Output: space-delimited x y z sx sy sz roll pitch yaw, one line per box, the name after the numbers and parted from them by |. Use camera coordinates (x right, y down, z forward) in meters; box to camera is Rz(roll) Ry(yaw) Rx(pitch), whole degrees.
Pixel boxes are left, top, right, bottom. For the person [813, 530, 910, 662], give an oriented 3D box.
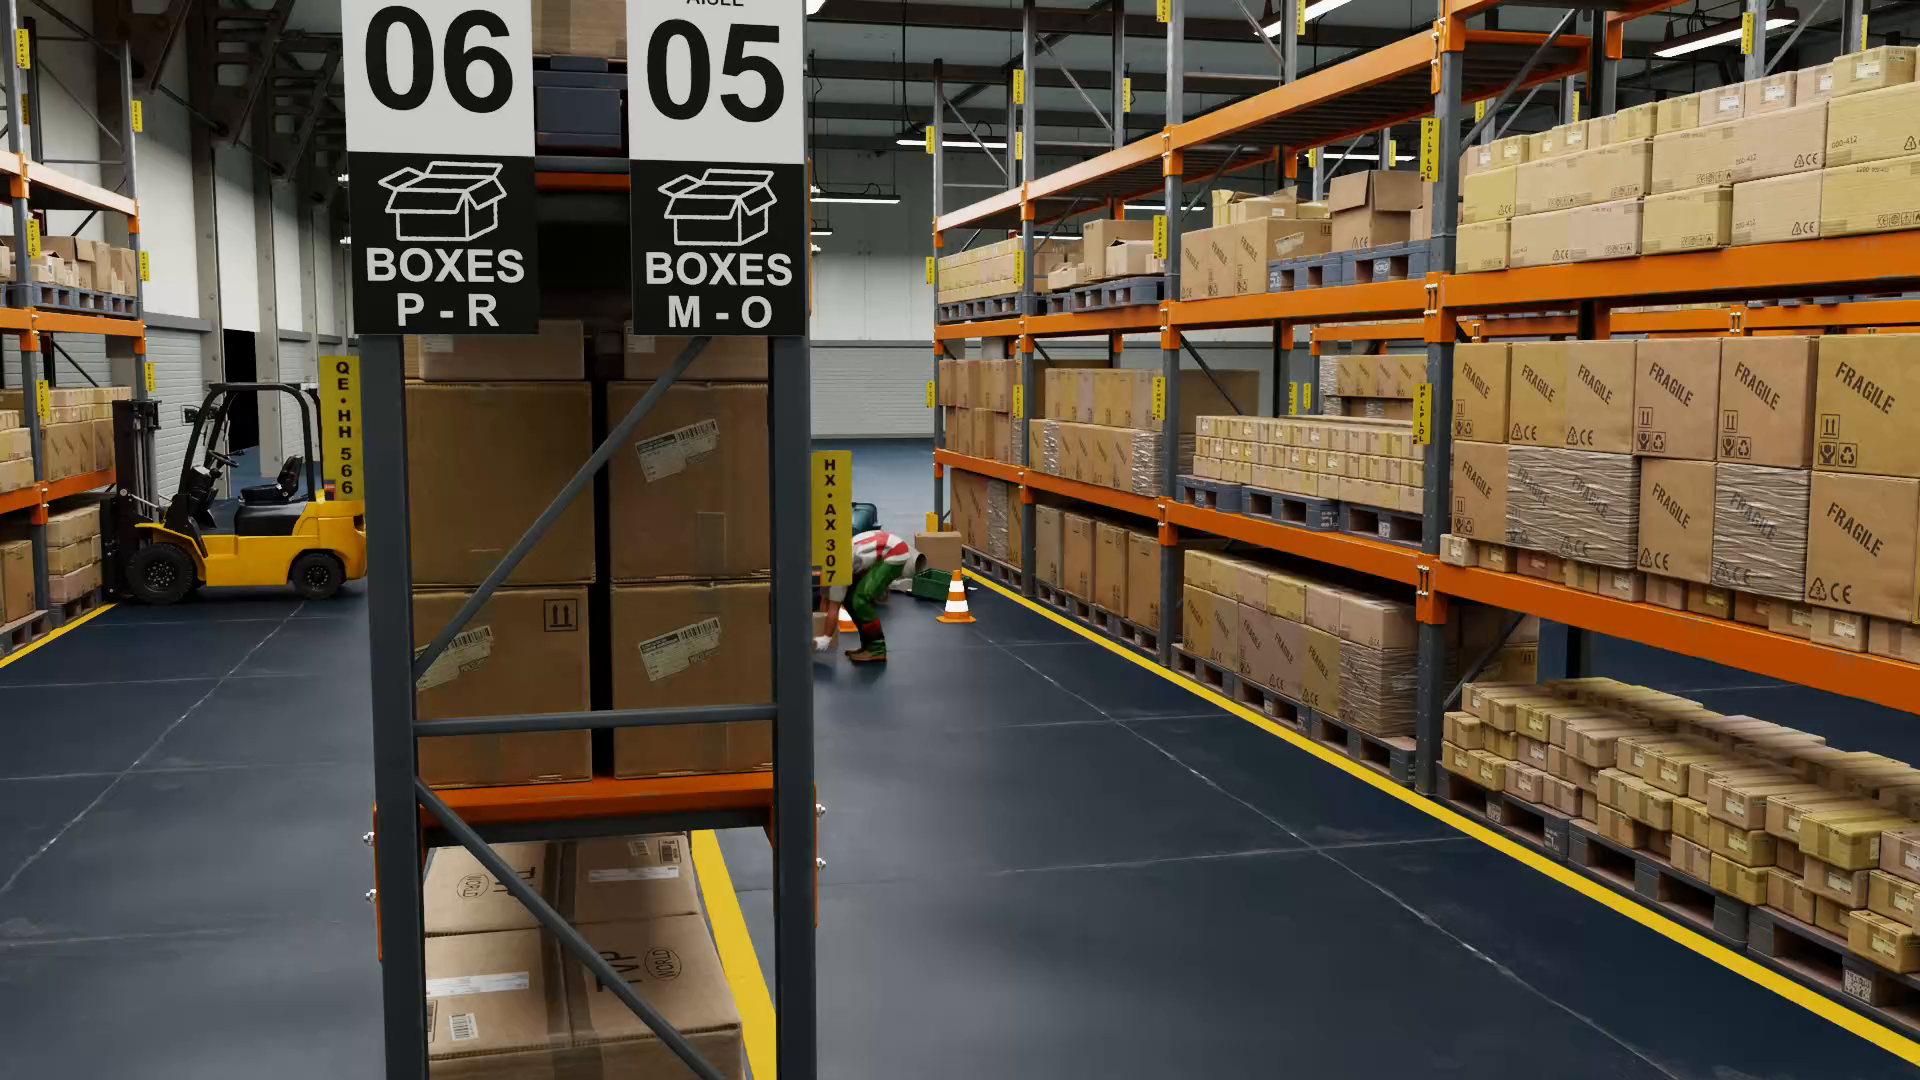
-0.875 0.445 13.183 0.955 1.024 0.510 -2 6 -16 | person
